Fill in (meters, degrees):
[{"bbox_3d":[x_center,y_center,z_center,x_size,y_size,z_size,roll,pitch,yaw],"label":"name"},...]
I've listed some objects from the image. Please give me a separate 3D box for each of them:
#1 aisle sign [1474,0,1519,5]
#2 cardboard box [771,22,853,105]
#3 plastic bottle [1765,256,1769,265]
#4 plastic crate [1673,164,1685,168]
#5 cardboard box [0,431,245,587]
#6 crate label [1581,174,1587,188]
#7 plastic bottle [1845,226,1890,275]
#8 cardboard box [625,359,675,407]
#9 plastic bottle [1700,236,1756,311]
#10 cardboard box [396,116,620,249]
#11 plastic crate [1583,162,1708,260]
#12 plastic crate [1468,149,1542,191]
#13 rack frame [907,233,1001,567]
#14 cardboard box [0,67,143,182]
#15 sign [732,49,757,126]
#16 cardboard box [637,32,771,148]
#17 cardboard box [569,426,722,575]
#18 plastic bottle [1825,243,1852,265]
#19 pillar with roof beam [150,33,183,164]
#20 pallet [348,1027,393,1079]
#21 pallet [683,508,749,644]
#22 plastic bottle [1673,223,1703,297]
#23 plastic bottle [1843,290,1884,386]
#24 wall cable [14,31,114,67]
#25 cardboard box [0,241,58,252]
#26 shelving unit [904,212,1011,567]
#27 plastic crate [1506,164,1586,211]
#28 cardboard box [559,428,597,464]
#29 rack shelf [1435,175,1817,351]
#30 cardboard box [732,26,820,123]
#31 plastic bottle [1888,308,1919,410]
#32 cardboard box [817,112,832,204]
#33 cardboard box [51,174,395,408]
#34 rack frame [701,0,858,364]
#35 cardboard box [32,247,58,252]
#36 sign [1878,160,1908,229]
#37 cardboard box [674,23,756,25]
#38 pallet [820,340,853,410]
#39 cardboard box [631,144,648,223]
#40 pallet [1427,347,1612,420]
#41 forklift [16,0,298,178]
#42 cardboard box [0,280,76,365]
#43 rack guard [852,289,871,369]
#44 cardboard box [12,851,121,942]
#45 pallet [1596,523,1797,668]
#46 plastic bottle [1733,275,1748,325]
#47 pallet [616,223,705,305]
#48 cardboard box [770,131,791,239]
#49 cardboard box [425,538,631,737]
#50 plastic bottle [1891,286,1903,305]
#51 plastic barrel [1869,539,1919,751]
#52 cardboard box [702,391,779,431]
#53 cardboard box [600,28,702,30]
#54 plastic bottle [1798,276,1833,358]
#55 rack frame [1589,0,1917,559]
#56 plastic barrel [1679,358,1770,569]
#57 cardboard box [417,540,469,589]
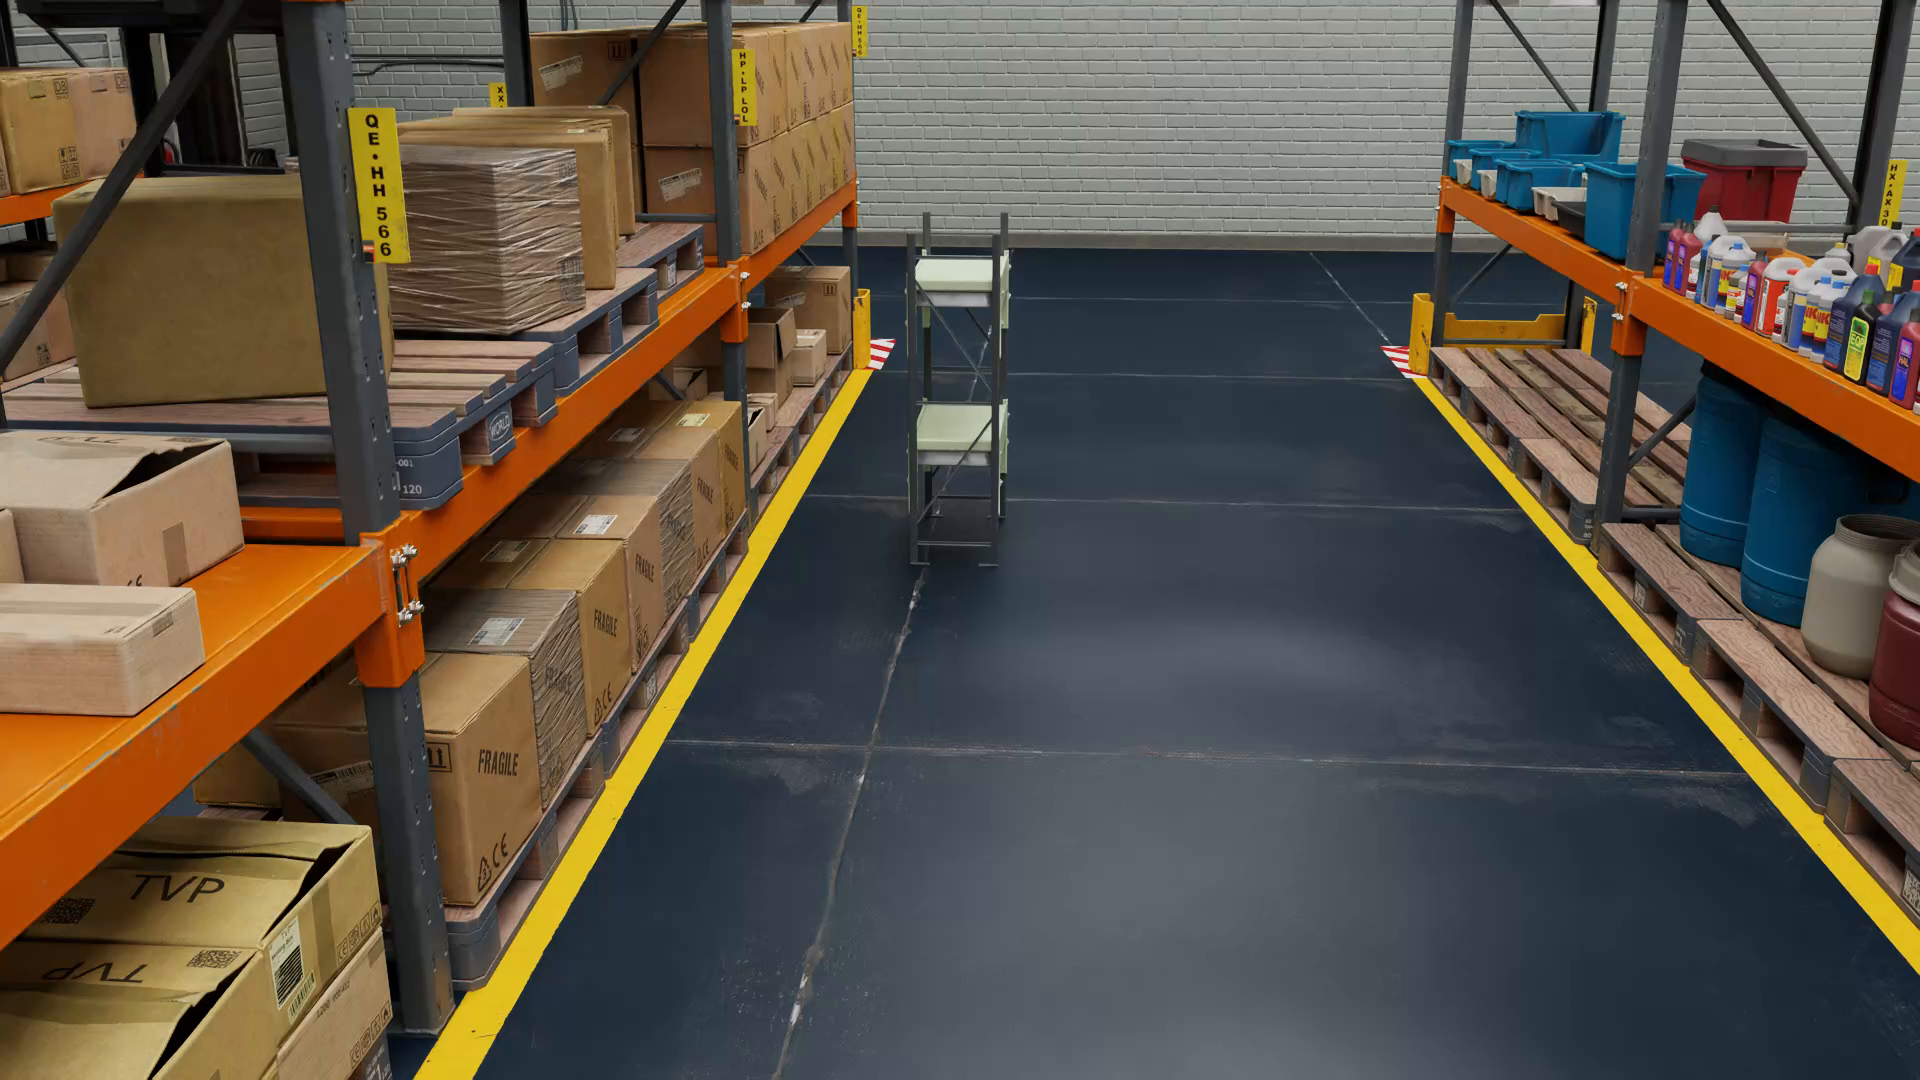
[{"bbox_3d":[3.431,-3.852,10.688,0.394,0.787,0.004,1,18,4],"label":"aisle sign"},{"bbox_3d":[-0.976,-3.078,10.733,0.500,0.500,0.500,1,18,3],"label":"cardboard box"},{"bbox_3d":[3.121,-1.005,6.493,0.097,0.201,0.097,0,18,0],"label":"plastic bottle"},{"bbox_3d":[3.728,-1.788,8.656,0.437,0.282,0.530,1,18,4],"label":"plastic crate"},{"bbox_3d":[-1.862,-0.061,3.434,0.500,0.311,0.500,2,18,7],"label":"cardboard box"},{"bbox_3d":[3.813,-2.057,9.711,0.396,0.136,0.243,1,18,4],"label":"crate label"},{"bbox_3d":[3.729,-1.157,6.836,0.152,0.276,0.135,1,18,4],"label":"plastic bottle"},{"bbox_3d":[-1.747,-0.662,8.434,0.500,0.500,0.500,1,18,4],"label":"cardboard box"},{"bbox_3d":[2.996,-1.038,6.472,0.152,0.276,0.135,1,18,4],"label":"plastic bottle"},{"bbox_3d":[-1.748,-1.347,6.383,0.700,0.500,0.500,4,19,13],"label":"cardboard box"},{"bbox_3d":[3.128,-1.519,7.671,0.392,0.384,0.575,1,18,4],"label":"plastic crate"},{"bbox_3d":[3.329,-2.263,10.185,0.416,0.233,0.300,1,18,4],"label":"plastic crate"},{"bbox_3d":[-0.027,-0.597,7.336,0.400,1.500,0.023,1,18,4],"label":"rack frame"},{"bbox_3d":[-6.186,-2.793,11.148,0.980,0.700,0.700,2,18,6],"label":"cardboard box"},{"bbox_3d":[-0.952,-1.996,7.339,0.100,0.325,0.005,1,18,4],"label":"sign"},{"bbox_3d":[-1.191,-2.120,7.810,0.500,0.500,0.500,2,18,5],"label":"cardboard box"},{"bbox_3d":[-1.299,-0.166,6.919,0.500,0.500,0.500,1,18,4],"label":"cardboard box"},{"bbox_3d":[3.603,-1.119,6.839,0.097,0.201,0.097,0,18,0],"label":"plastic bottle"},{"bbox_3d":[-2.535,-6.422,13.069,9.100,9.000,0.400,1,18,4],"label":"pillar with roof beam"},{"bbox_3d":[-1.890,1.365,3.419,1.003,0.211,1.213,1,18,4],"label":"pallet"},{"bbox_3d":[-1.526,0.121,7.214,1.003,0.211,1.213,1,18,4],"label":"pallet"},{"bbox_3d":[2.974,-1.144,6.786,0.061,0.283,0.133,1,18,4],"label":"plastic bottle"},{"bbox_3d":[2.856,-0.637,5.237,0.061,0.283,0.133,1,18,4],"label":"plastic bottle"},{"bbox_3d":[-7.011,-3.711,12.799,0.084,1.984,1.851,1,18,4],"label":"wall cable"},{"bbox_3d":[-6.301,-1.953,11.363,0.380,0.149,0.250,1,18,4],"label":"cardboard box"},{"bbox_3d":[0.000,-0.711,7.683,0.431,1.500,0.755,1,18,4],"label":"shelving unit"},{"bbox_3d":[3.260,-1.965,9.277,0.416,0.233,0.300,1,18,4],"label":"plastic crate"},{"bbox_3d":[-1.810,-0.168,6.926,0.500,0.500,0.500,2,18,5],"label":"cardboard box"},{"bbox_3d":[3.578,-1.625,9.220,1.077,0.370,4.000,1,18,4],"label":"rack shelf"},{"bbox_3d":[-1.081,-2.600,9.276,0.500,0.500,0.500,2,18,6],"label":"cardboard box"},{"bbox_3d":[2.834,-0.538,4.935,0.061,0.283,0.133,1,18,4],"label":"plastic bottle"},{"bbox_3d":[-1.054,-2.286,9.922,0.500,0.500,0.500,1,18,4],"label":"cardboard box"},{"bbox_3d":[-1.859,-0.660,4.286,0.700,0.500,0.500,-5,19,-15],"label":"cardboard box"},{"bbox_3d":[-1.219,-2.700,11.345,1.000,3.000,0.127,1,18,4],"label":"rack frame"},{"bbox_3d":[-5.938,-1.865,11.097,0.380,0.149,0.250,1,18,3],"label":"cardboard box"},{"bbox_3d":[3.984,-1.464,7.130,0.100,0.325,0.005,1,18,4],"label":"sign"},{"bbox_3d":[-1.543,-2.928,10.275,0.500,0.500,0.500,1,18,4],"label":"cardboard box"},{"bbox_3d":[-1.280,-1.103,10.951,1.003,0.211,1.213,1,18,4],"label":"pallet"},{"bbox_3d":[-1.725,-1.666,8.029,0.500,0.500,0.500,2,18,5],"label":"cardboard box"},{"bbox_3d":[3.624,-1.008,10.659,1.003,0.211,1.213,1,18,4],"label":"pallet"},{"bbox_3d":[-3.840,-1.712,8.441,1.130,2.935,3.031,6,19,17],"label":"forklift"},{"bbox_3d":[-6.146,-1.446,10.858,0.700,0.500,0.500,1,18,4],"label":"cardboard box"},{"bbox_3d":[-1.224,-1.488,11.662,1.175,0.500,0.348,1,18,4],"label":"rack guard"},{"bbox_3d":[-2.123,0.782,3.561,0.500,0.311,0.500,2,18,6],"label":"cardboard box"},{"bbox_3d":[3.338,0.218,6.918,1.003,0.211,1.213,1,18,4],"label":"pallet"},{"bbox_3d":[2.946,-0.906,6.191,0.097,0.201,0.097,0,18,0],"label":"plastic bottle"},{"bbox_3d":[-1.671,-1.120,6.833,1.003,0.211,1.213,1,18,4],"label":"pallet"},{"bbox_3d":[-1.163,-1.816,8.488,0.500,0.500,0.500,2,18,5],"label":"cardboard box"},{"bbox_3d":[-1.402,0.310,5.466,0.500,0.500,0.500,1,18,3],"label":"cardboard box"},{"bbox_3d":[3.033,-0.691,5.420,0.097,0.271,0.097,0,18,0],"label":"plastic bottle"},{"bbox_3d":[3.247,0.340,5.267,0.600,0.588,0.708,1,18,4],"label":"plastic barrel"},{"bbox_3d":[-1.207,-0.714,9.130,0.380,0.166,0.250,1,18,4],"label":"cardboard box"},{"bbox_3d":[-1.657,-2.459,8.843,0.500,0.500,0.500,1,18,4],"label":"cardboard box"},{"bbox_3d":[2.903,-0.754,5.614,0.097,0.271,0.097,0,18,0],"label":"plastic bottle"},{"bbox_3d":[3.435,-1.346,7.212,1.000,3.000,0.127,1,18,4],"label":"rack frame"},{"bbox_3d":[3.379,-0.379,6.959,0.600,0.901,0.708,1,18,4],"label":"plastic barrel"},{"bbox_3d":[-1.922,0.307,5.476,0.500,0.500,0.500,1,18,2],"label":"cardboard box"}]
